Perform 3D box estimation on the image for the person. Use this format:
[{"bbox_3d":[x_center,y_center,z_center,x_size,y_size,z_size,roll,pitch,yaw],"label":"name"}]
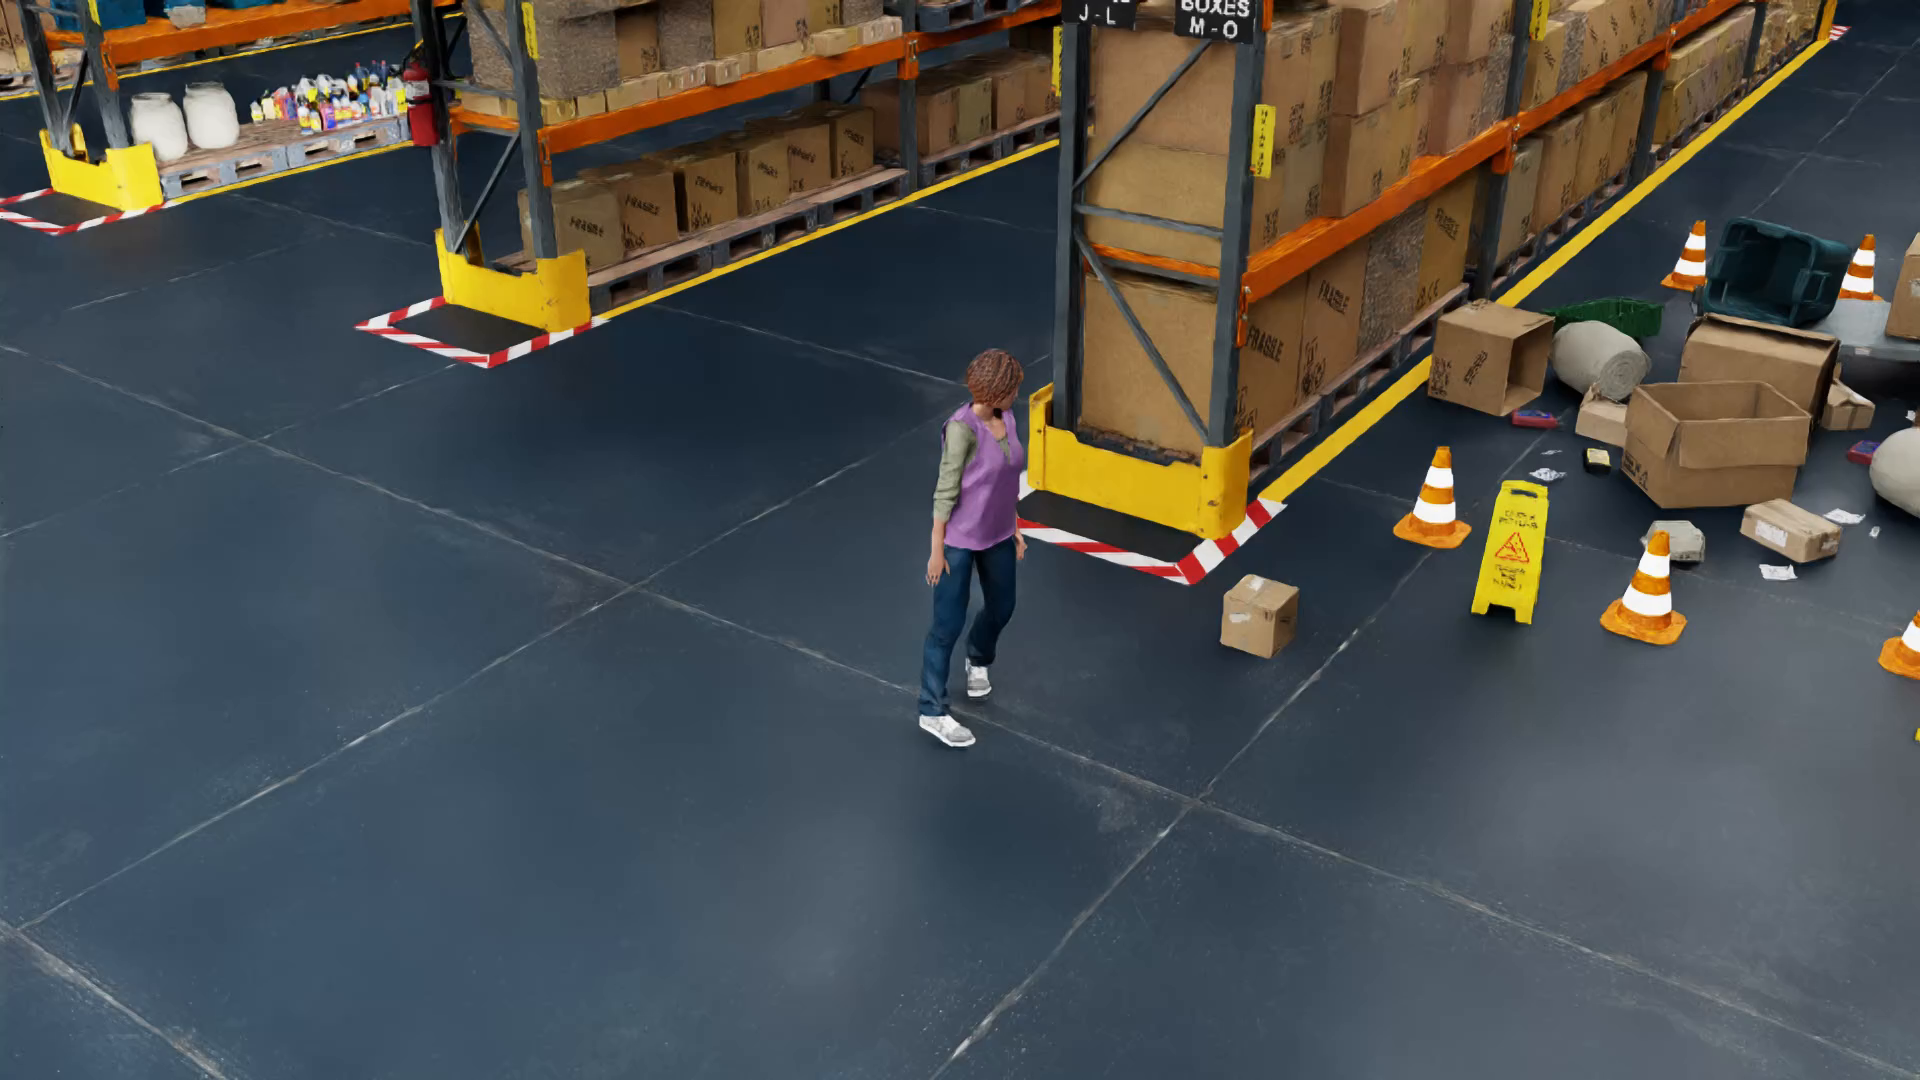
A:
[{"bbox_3d":[0.045,0.016,6.631,0.544,1.556,0.442,-23,35,-37],"label":"person"}]
